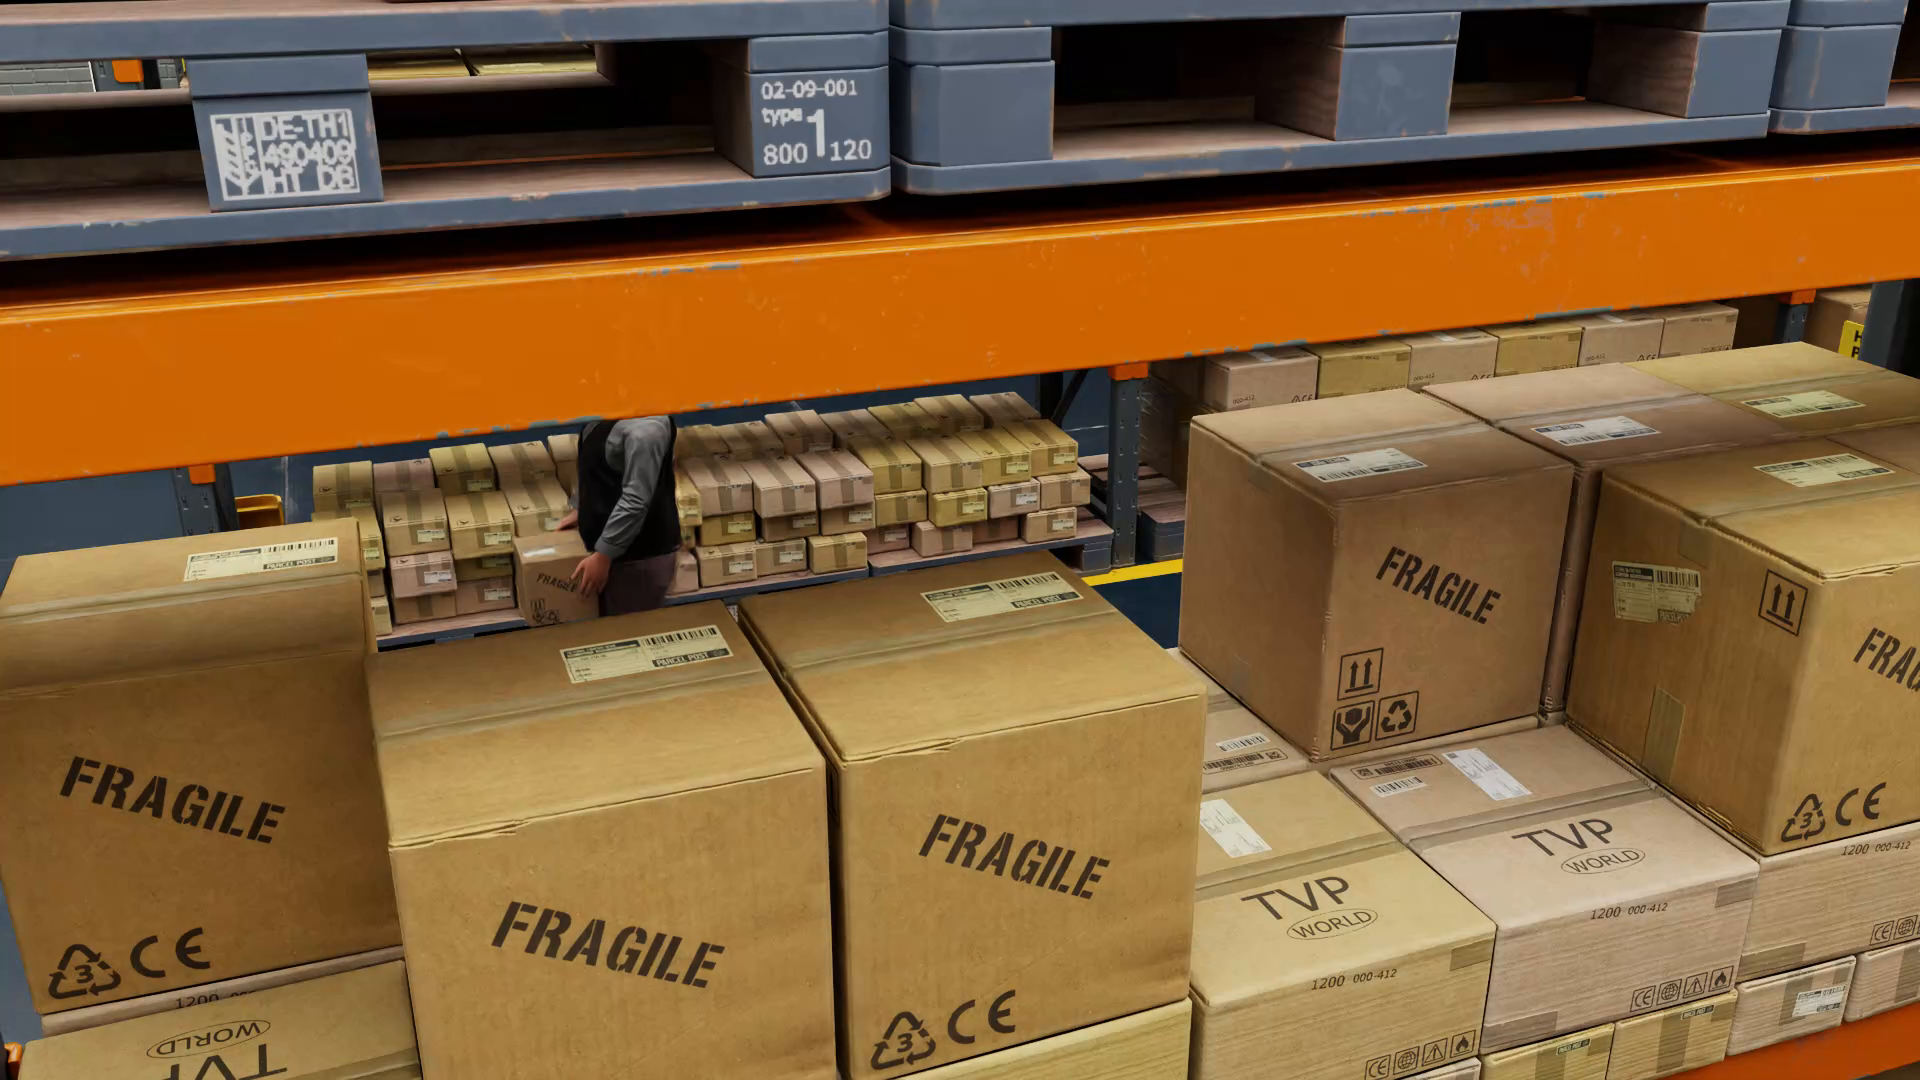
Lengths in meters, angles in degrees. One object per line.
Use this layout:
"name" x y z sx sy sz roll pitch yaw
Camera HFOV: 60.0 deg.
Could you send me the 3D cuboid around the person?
"person" -1.236 0.041 6.019 0.439 1.726 0.574 -8 24 -19
